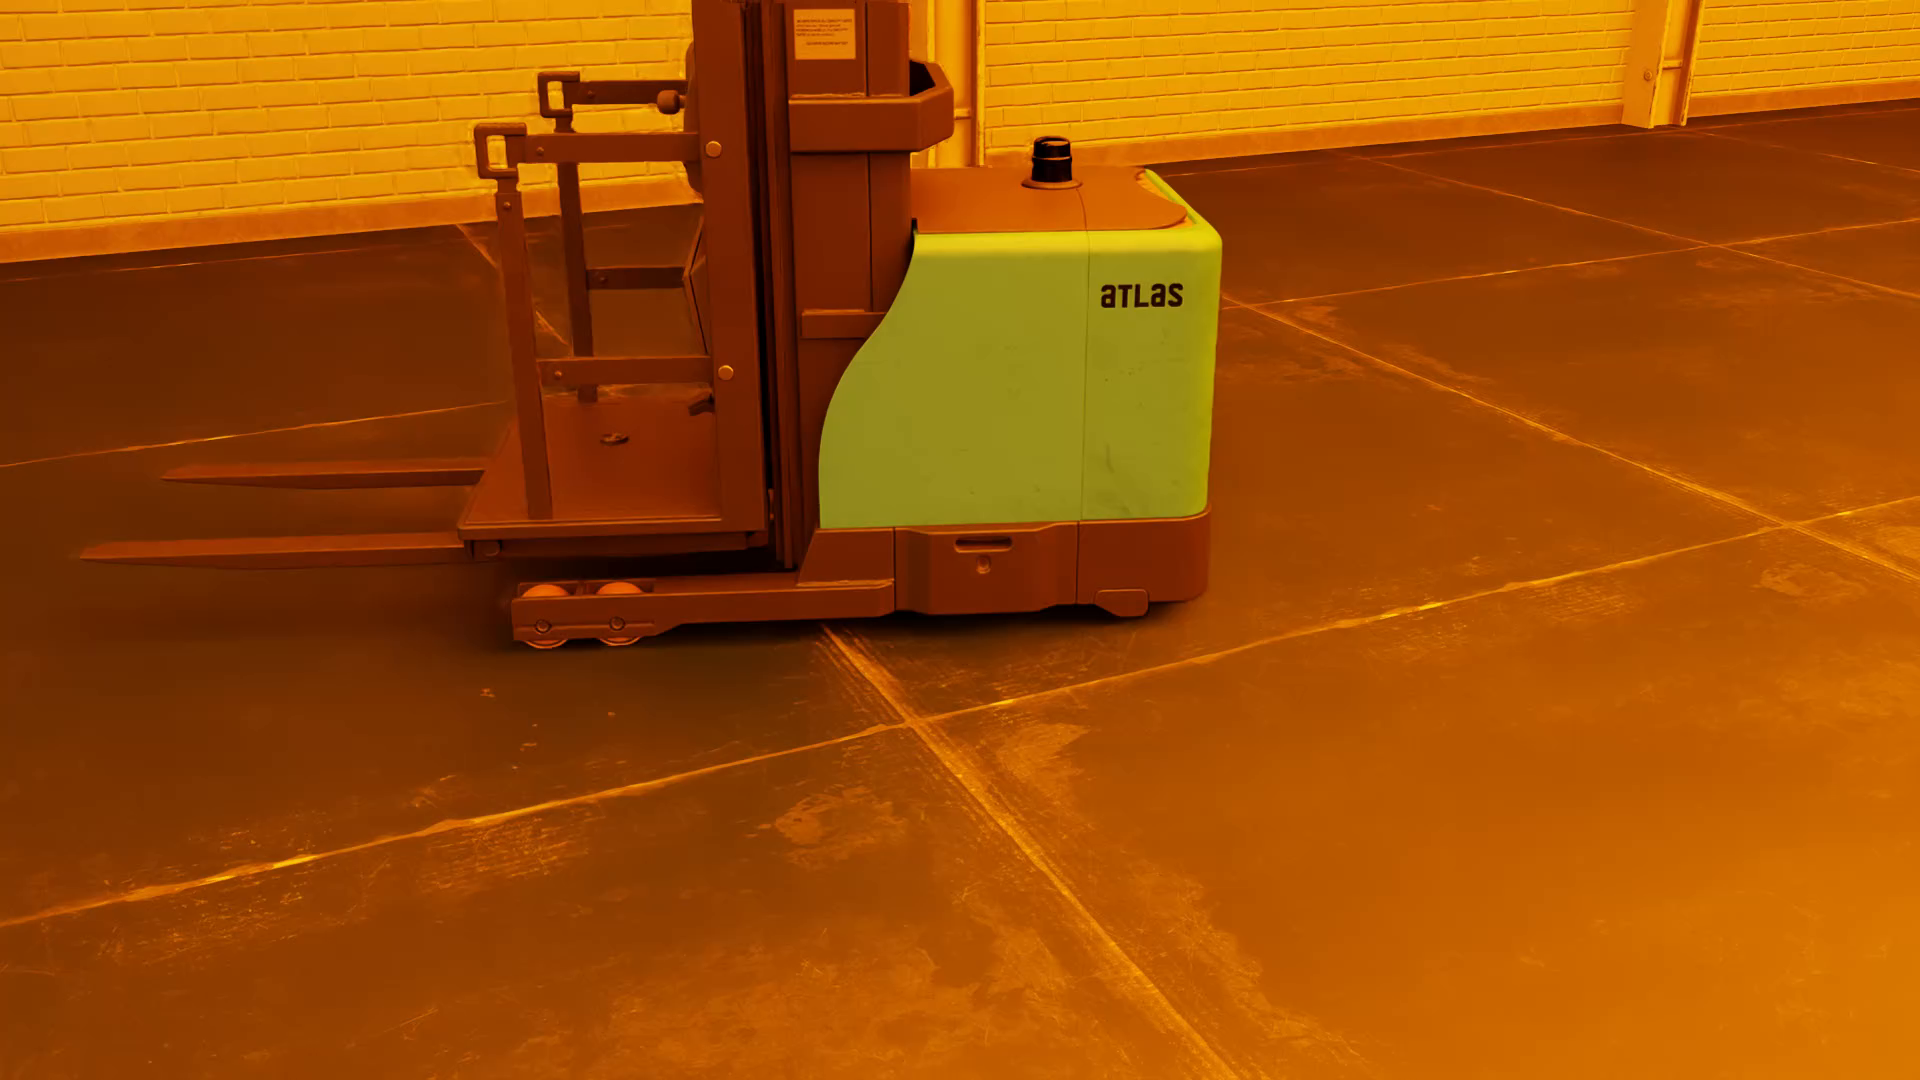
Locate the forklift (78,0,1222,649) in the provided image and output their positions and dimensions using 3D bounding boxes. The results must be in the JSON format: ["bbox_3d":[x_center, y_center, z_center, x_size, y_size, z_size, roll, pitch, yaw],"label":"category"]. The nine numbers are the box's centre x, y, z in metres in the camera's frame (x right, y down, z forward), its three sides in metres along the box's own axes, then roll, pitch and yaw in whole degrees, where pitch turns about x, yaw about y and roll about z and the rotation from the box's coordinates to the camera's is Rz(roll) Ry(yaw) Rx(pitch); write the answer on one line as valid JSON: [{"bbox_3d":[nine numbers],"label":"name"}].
[{"bbox_3d":[-0.861,-1.276,4.358,3.031,2.935,1.130,-2,23,-4],"label":"forklift"}]
